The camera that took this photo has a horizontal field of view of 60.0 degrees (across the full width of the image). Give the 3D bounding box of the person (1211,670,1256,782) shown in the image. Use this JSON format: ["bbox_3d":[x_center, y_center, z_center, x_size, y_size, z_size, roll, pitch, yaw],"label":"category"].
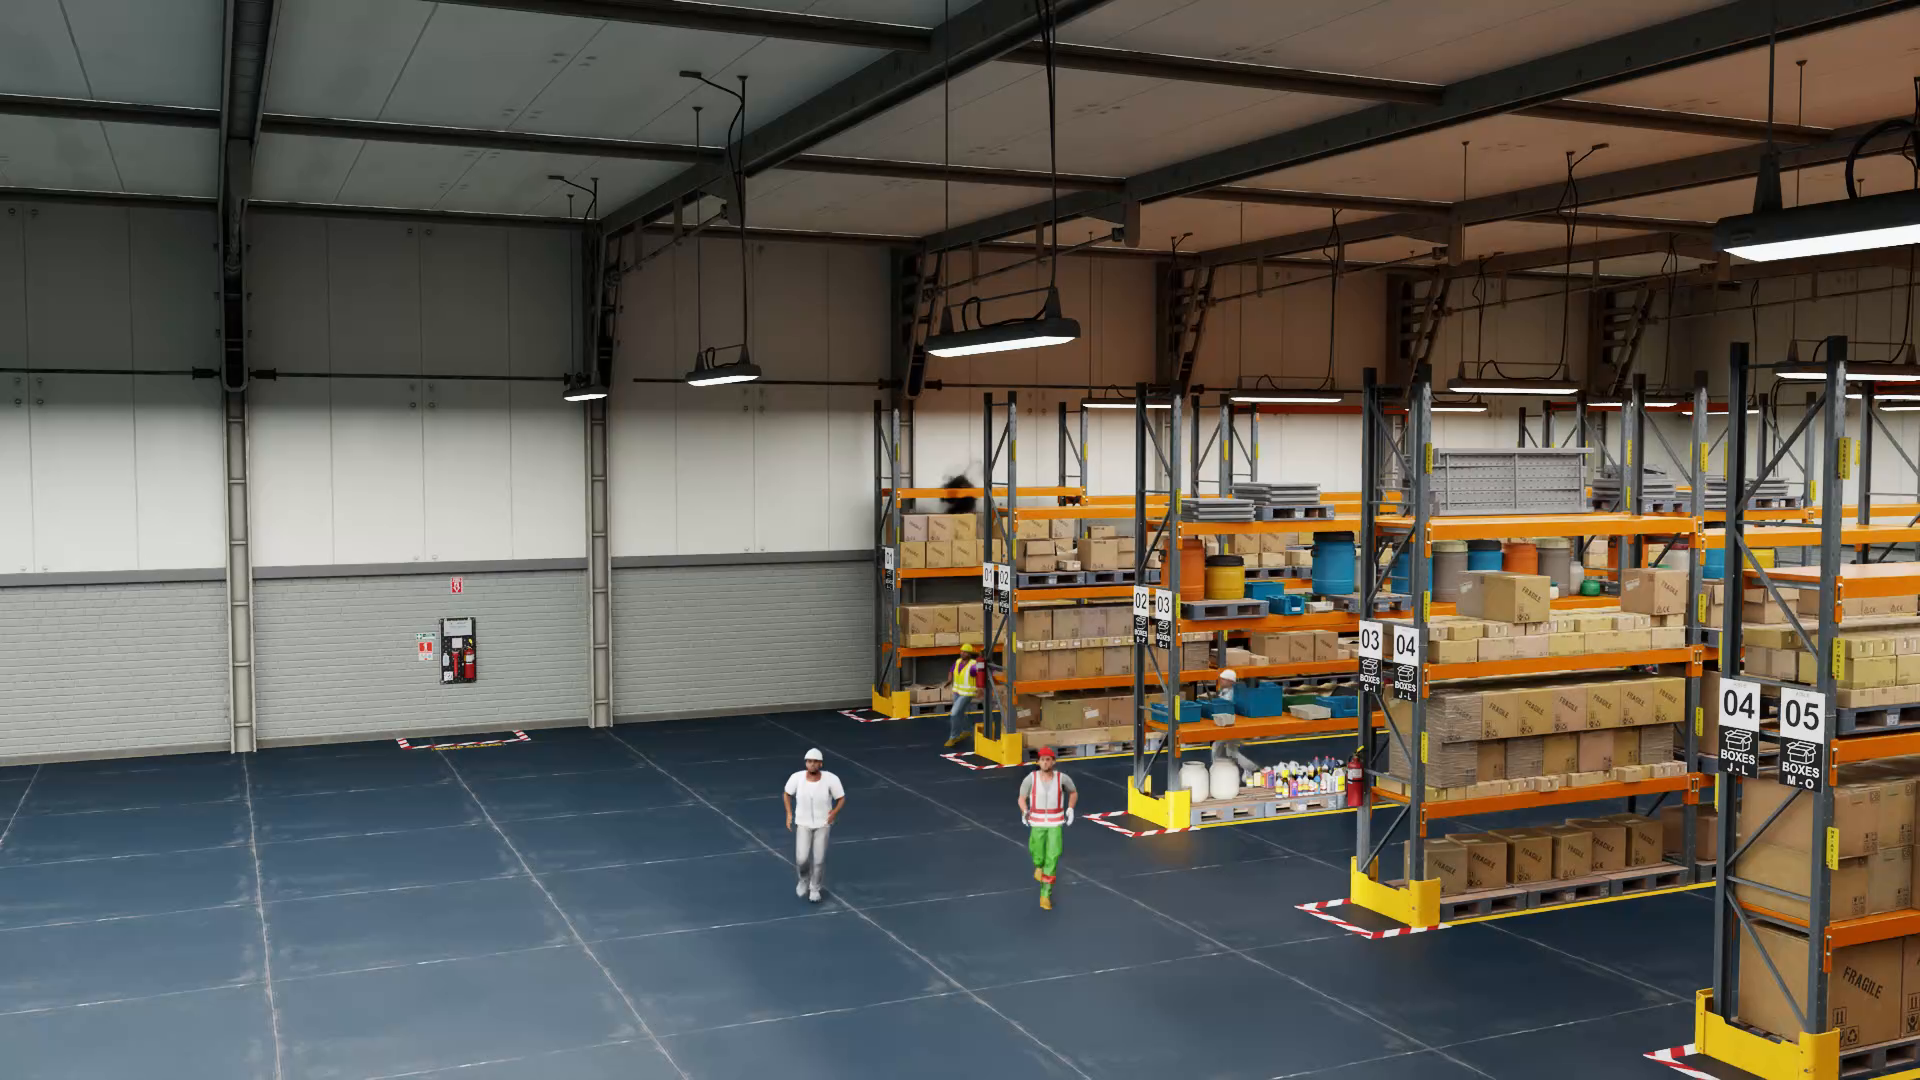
[{"bbox_3d":[4.050,2.833,24.872,0.890,1.787,0.648,-1,4,-22],"label":"person"}]

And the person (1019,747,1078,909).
[{"bbox_3d":[0.993,3.207,18.773,0.669,1.754,0.825,0,3,5],"label":"person"}]

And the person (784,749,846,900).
[{"bbox_3d":[-1.639,3.205,18.678,0.706,1.729,0.574,0,3,-3],"label":"person"}]

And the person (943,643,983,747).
[{"bbox_3d":[0.073,2.649,28.401,0.742,1.790,0.761,-3,4,-42],"label":"person"}]
